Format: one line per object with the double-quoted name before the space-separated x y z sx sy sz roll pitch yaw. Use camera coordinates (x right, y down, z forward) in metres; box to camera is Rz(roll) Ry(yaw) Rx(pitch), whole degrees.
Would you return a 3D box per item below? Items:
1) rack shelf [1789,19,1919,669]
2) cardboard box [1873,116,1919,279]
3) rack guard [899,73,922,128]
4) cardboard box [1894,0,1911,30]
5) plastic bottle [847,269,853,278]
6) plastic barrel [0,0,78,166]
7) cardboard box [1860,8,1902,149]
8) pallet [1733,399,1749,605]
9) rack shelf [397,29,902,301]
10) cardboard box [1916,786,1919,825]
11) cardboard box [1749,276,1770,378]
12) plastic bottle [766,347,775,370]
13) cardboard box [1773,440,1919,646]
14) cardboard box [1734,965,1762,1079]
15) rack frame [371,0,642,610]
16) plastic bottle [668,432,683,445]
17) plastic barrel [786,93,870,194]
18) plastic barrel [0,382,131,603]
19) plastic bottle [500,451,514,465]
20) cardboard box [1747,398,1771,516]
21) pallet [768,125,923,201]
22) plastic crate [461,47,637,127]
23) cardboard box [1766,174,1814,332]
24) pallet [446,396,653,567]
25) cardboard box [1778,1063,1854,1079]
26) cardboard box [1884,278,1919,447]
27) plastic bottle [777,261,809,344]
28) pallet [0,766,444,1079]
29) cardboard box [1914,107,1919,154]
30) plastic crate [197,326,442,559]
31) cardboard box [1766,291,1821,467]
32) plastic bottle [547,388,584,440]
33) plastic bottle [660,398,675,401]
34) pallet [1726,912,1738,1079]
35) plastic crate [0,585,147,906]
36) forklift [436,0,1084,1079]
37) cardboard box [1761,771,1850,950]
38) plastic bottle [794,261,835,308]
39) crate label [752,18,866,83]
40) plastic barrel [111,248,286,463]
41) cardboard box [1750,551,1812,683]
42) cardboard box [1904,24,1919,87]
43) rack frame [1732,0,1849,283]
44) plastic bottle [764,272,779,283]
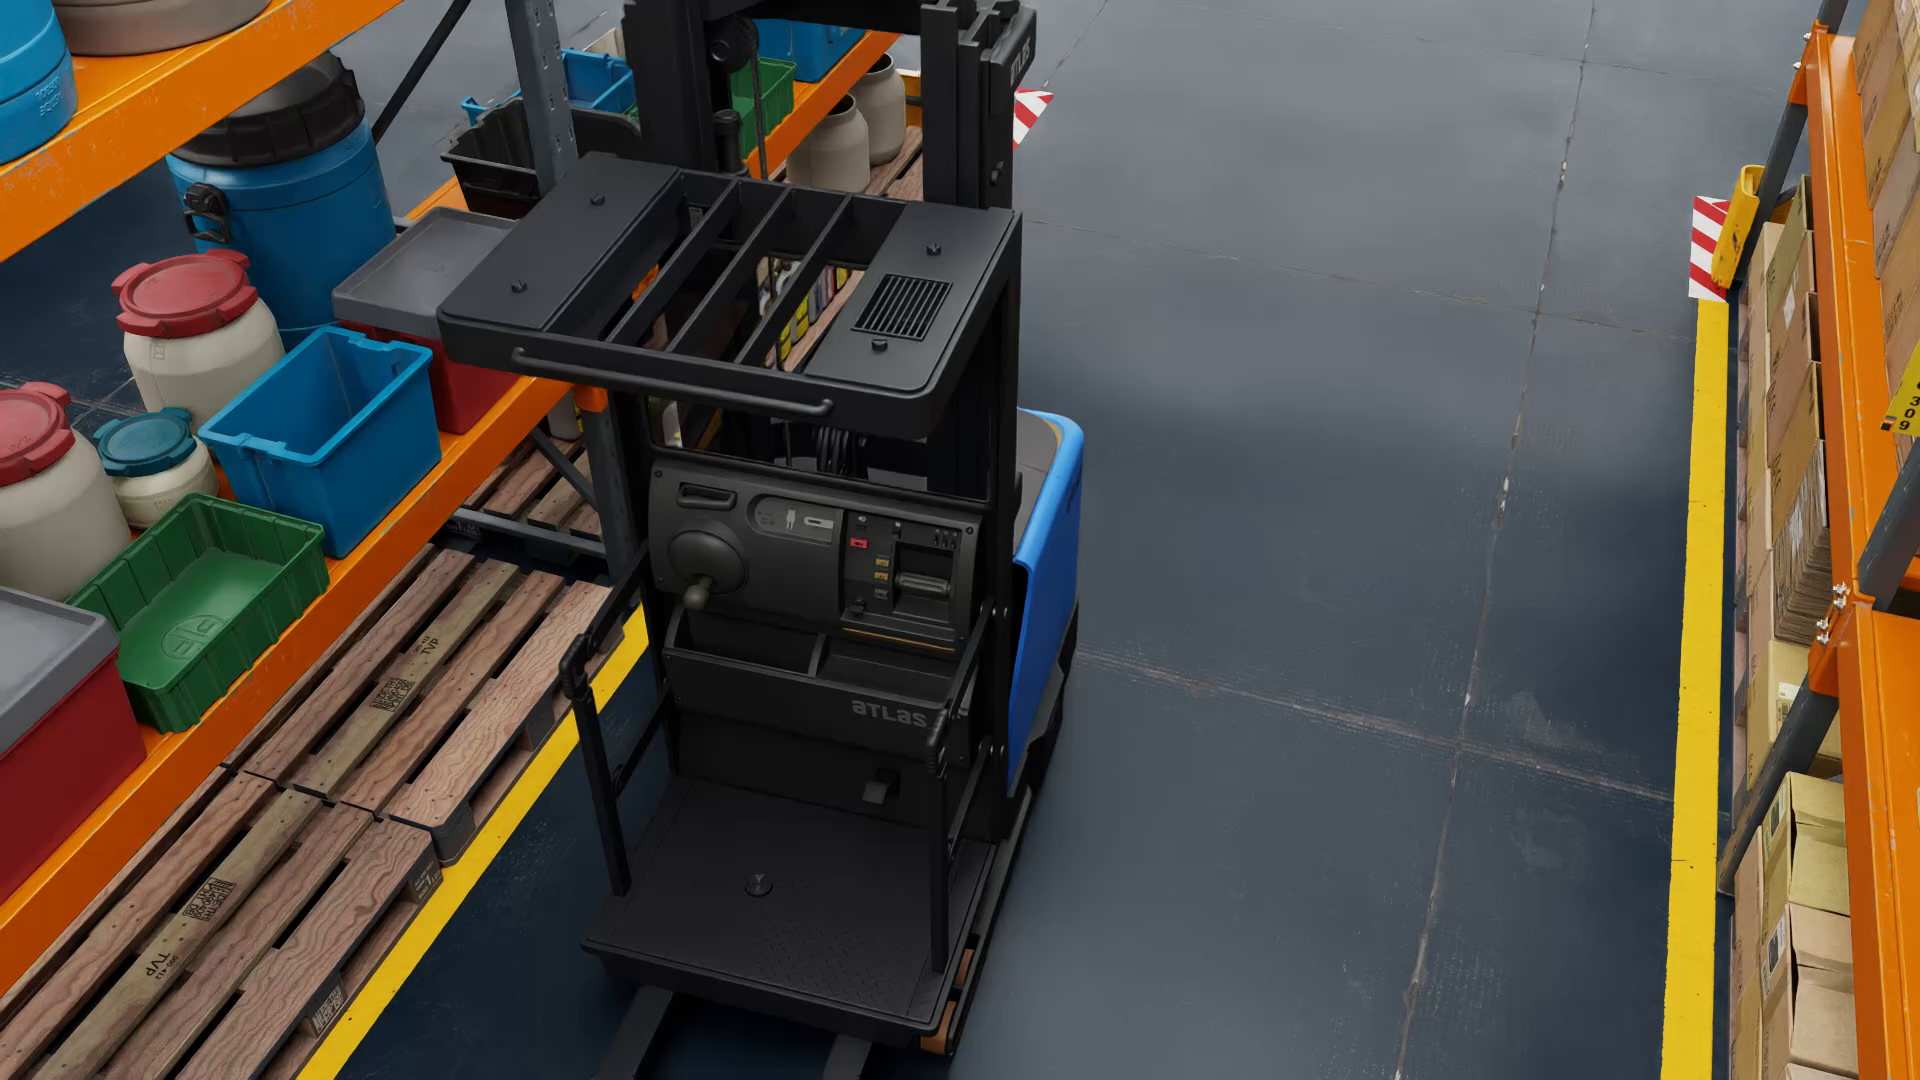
"rack shelf" 3.630 -0.864 6.006 1.077 0.370 4.000 13 42 15
"cardboard box" 3.616 -1.169 5.732 0.700 0.500 0.500 15 43 16
"rack guard" -0.321 -2.452 9.238 1.175 0.500 0.348 13 42 15
"cardboard box" 3.715 -1.984 6.188 0.380 0.149 0.250 13 42 14
"plastic bottle" -0.555 -1.345 7.832 0.097 0.201 0.097 0 40 0
"plastic barrel" -2.124 -1.195 3.143 0.600 0.901 0.708 13 42 15
"cardboard box" 3.967 -1.793 6.463 0.700 0.500 0.500 14 43 16
"pallet" 3.673 -0.080 6.681 1.003 0.211 1.213 13 42 15
"rack shelf" -1.023 -1.966 7.297 1.077 0.370 4.000 13 42 15
"cardboard box" 2.451 0.673 3.844 0.380 0.149 0.250 13 42 15
"cardboard box" 3.754 -0.888 7.275 0.500 0.250 0.500 13 42 15
"plastic bottle" -0.858 -0.805 7.200 0.097 0.201 0.097 0 40 0
"cardboard box" 3.081 0.049 5.598 0.500 0.500 0.500 13 42 15
"cardboard box" 2.400 1.471 4.510 0.500 0.250 0.500 14 43 16
"rack frame" -1.707 -1.020 5.634 1.000 3.000 0.127 13 42 15
"plastic bottle" -1.117 -0.344 6.659 0.097 0.201 0.097 0 40 0
"plastic barrel" -0.664 -1.949 8.316 0.421 0.512 0.421 0 40 0
"plastic barrel" -2.491 -0.089 4.439 0.433 0.535 0.433 0 40 0
"plastic bottle" -1.876 -0.413 6.740 0.097 0.201 0.097 0 40 0
"cardboard box" 3.407 -0.279 6.561 0.500 0.250 0.500 13 42 15
"pallet" -0.604 -1.847 8.753 1.003 0.211 1.213 13 42 15
"plastic crate" -1.584 -1.698 6.544 0.499 0.251 0.616 13 42 15
"cardboard box" 3.753 -1.174 7.032 0.500 0.500 0.500 13 42 15
"pallet" -1.438 -0.359 7.008 1.003 0.211 1.213 13 42 15
"cardboard box" 2.219 1.572 3.960 0.500 0.311 0.500 12 42 14
"cardboard box" 3.266 -0.551 5.008 0.700 0.500 0.500 13 42 15
"plastic bottle" -0.768 -1.067 7.392 0.144 0.351 0.185 15 43 17
"pallet" -2.355 1.275 5.093 1.003 0.211 1.213 13 42 15
"cardboard box" 3.362 -1.353 5.448 0.380 0.149 0.250 15 43 16
"plastic crate" -1.792 -0.272 4.770 0.392 0.384 0.575 13 42 15
"cardboard box" 3.406 -0.565 6.318 0.500 0.500 0.500 13 42 15
"plastic bottle" -1.622 -0.604 6.849 0.144 0.351 0.185 13 42 15
"plastic bottle" -1.177 -0.612 6.858 0.144 0.351 0.185 13 42 15
"pallet" 2.731 1.601 4.711 1.003 0.211 1.213 13 42 15
"plastic crate" -2.235 0.478 3.829 0.402 0.464 0.583 13 42 15
"forklift" -0.461 0.125 4.345 1.130 2.935 3.031 10 42 12
"cardboard box" 2.571 0.952 4.686 0.500 0.311 0.500 13 42 15
"plastic bottle" -0.667 -1.225 7.635 0.152 0.276 0.135 14 42 15
"crate label" -0.715 -2.290 7.096 0.502 0.435 0.616 13 42 15
"plastic barrel" -2.240 -0.537 4.963 0.433 0.535 0.433 0 40 0
"cardboard box" 3.080 0.334 5.842 0.500 0.250 0.500 13 42 15
"cardboard box" 3.539 -1.665 5.814 0.380 0.149 0.250 13 42 15
"rack frame" 4.314 -2.358 7.202 1.000 3.000 0.127 13 42 15
"plastic bottle" -0.838 -1.129 7.579 0.097 0.201 0.097 0 40 0
